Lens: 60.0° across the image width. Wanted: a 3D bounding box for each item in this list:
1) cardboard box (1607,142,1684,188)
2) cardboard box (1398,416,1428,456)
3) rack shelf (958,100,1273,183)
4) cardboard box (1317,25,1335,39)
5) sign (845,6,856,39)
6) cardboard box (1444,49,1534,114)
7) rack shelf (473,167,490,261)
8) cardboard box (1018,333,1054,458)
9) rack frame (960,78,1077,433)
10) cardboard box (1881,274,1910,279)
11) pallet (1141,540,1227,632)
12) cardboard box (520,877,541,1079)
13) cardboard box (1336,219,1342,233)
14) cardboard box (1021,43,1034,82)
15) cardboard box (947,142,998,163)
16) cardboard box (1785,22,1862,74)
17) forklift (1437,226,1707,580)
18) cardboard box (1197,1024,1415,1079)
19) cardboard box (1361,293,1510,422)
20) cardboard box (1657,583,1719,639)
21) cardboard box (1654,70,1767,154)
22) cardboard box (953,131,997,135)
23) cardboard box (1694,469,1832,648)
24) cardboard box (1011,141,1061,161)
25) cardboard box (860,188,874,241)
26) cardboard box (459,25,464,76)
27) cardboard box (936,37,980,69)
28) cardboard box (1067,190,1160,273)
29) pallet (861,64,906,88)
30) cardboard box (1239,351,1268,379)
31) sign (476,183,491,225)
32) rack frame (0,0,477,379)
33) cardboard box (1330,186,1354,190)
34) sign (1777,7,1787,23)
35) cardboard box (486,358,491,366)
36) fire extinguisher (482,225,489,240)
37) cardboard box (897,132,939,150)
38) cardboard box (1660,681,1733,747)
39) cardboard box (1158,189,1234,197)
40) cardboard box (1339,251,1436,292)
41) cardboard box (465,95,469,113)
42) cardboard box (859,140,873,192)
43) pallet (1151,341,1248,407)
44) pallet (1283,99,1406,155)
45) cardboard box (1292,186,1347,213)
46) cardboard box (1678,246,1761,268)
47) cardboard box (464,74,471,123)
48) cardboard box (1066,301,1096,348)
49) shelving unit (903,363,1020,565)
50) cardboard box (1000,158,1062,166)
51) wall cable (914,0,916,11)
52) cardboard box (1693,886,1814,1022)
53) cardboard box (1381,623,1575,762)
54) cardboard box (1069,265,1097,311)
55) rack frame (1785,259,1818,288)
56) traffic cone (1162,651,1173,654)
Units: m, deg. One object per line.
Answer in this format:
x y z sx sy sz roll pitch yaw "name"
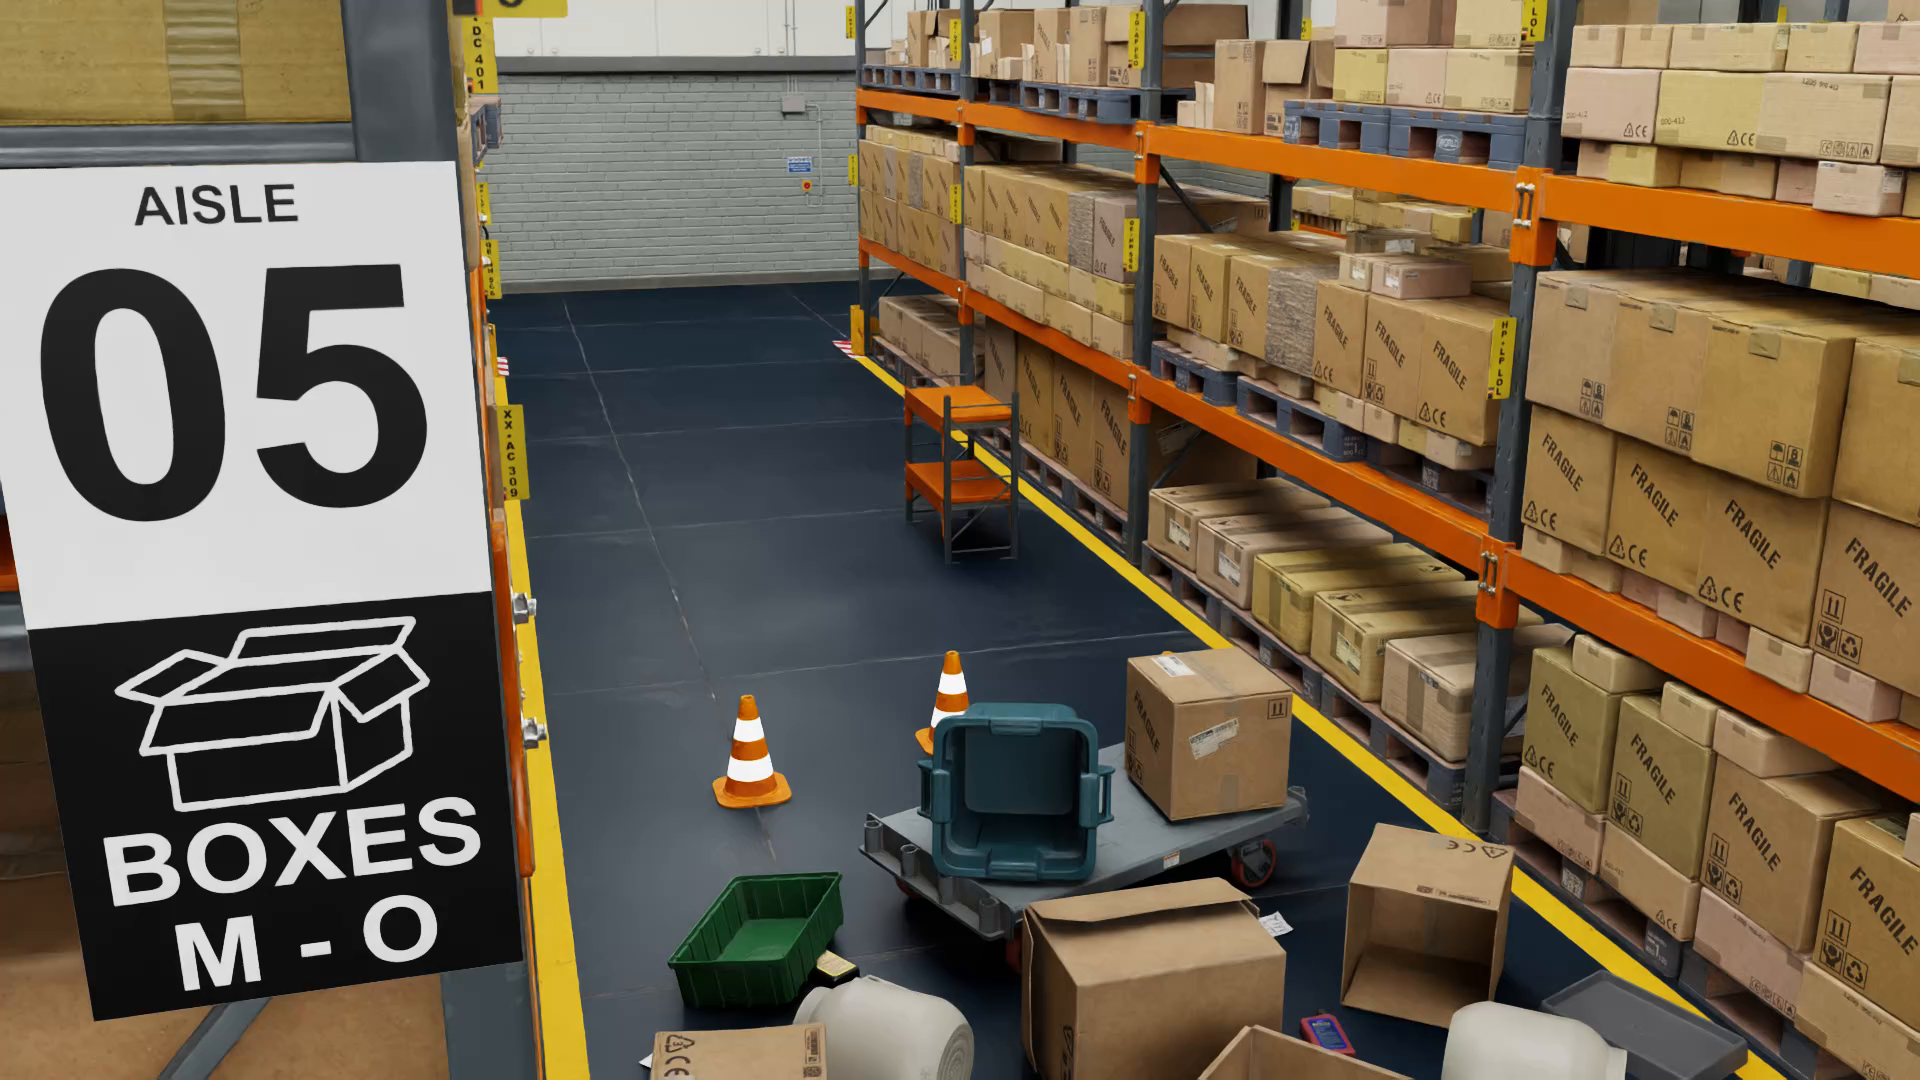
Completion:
2.560 -1.348 5.948 0.380 0.149 0.250 -5 17 -15 "cardboard box"
2.232 -0.490 7.576 0.380 0.149 0.250 -5 17 -17 "cardboard box"
1.046 -2.966 12.148 1.077 0.370 4.000 -5 17 -15 "rack shelf"
4.170 -5.389 17.839 0.500 0.250 0.500 -5 17 -16 "cardboard box"
-1.138 -5.384 17.292 0.100 0.325 0.005 -5 17 -15 "sign"
2.395 -1.930 6.981 0.500 0.250 0.500 -5 17 -16 "cardboard box"
-2.587 -1.440 7.069 1.077 0.370 4.000 -5 17 -15 "rack shelf"
0.999 -1.196 13.184 0.875 0.875 0.875 -4 17 -14 "cardboard box"
0.496 -2.427 14.318 1.000 3.000 0.127 -5 17 -15 "rack frame"
6.341 -1.818 10.990 0.380 0.149 0.250 -4 17 -14 "cardboard box"
1.809 0.231 10.316 1.003 0.211 1.213 -5 17 -15 "pallet"
-1.289 0.825 3.230 0.875 0.550 0.550 -5 17 -15 "cardboard box"
4.304 -3.410 18.026 0.380 0.149 0.250 -4 17 -14 "cardboard box"
0.662 -3.467 12.071 0.396 0.266 0.258 -3 17 -11 "cardboard box"
0.105 -3.325 14.266 0.380 0.149 0.250 -5 17 -16 "cardboard box"
2.794 -1.517 5.124 0.380 0.149 0.250 -5 18 -17 "cardboard box"
4.624 -1.173 10.263 3.031 2.935 1.130 3 17 9 "forklift"
0.877 1.802 4.578 0.637 0.503 0.797 11 20 32 "cardboard box"
2.210 -0.852 7.655 0.500 0.500 0.500 -5 17 -15 "cardboard box"
2.729 0.227 5.920 0.380 0.149 0.250 -4 17 -14 "cardboard box"
2.703 -1.436 5.549 0.500 0.250 0.500 -5 17 -16 "cardboard box"
0.146 -3.865 16.065 0.380 0.149 0.250 -4 17 -13 "cardboard box"
2.833 0.016 5.494 0.500 0.500 0.500 -5 17 -16 "cardboard box"
0.659 -3.372 14.426 0.380 0.149 0.250 -5 17 -16 "cardboard box"
-0.747 -3.426 17.469 0.500 0.500 0.500 -5 17 -16 "cardboard box"
-1.381 -1.157 3.715 0.500 0.250 0.500 -5 17 -16 "cardboard box"
0.013 -4.200 14.335 0.396 0.266 0.258 -4 17 -13 "cardboard box"
1.053 -2.111 11.354 0.500 0.500 0.500 -4 17 -14 "cardboard box"
-0.389 -4.723 16.902 1.003 0.211 1.213 -5 17 -15 "pallet"
1.779 -0.998 9.269 0.380 0.149 0.250 -4 17 -12 "cardboard box"
-3.703 -2.607 12.905 0.100 0.325 0.005 -5 17 -15 "sign"
-0.938 -1.562 1.009 1.000 3.000 0.127 -5 17 -15 "rack frame"
4.550 -3.891 18.936 0.500 0.250 0.500 -4 17 -14 "cardboard box"
3.214 -1.943 6.595 0.100 0.325 0.005 -5 17 -15 "sign"
-2.481 -0.570 7.960 0.500 0.500 0.500 -5 17 -16 "cardboard box"
-4.960 -3.005 17.024 0.296 0.674 0.183 -5 17 -15 "fire extinguisher"
-0.386 -3.819 15.911 0.380 0.149 0.250 -5 17 -17 "cardboard box"
2.717 0.598 5.867 0.380 0.149 0.250 -4 17 -13 "cardboard box"
1.549 -2.140 11.449 0.500 0.500 0.500 -5 17 -15 "cardboard box"
2.051 -1.290 7.983 0.380 0.149 0.250 -5 18 -18 "cardboard box"
-1.002 -0.653 2.732 0.380 0.149 0.250 -5 17 -15 "cardboard box"
-0.745 -3.905 17.326 0.500 0.500 0.500 -5 17 -16 "cardboard box"
1.894 -1.040 10.034 1.213 0.211 1.003 -5 17 -15 "pallet"
2.339 -2.027 8.097 1.213 0.211 1.003 -5 17 -15 "pallet"
4.034 -3.851 18.801 0.500 0.250 0.500 -5 17 -15 "cardboard box"
5.766 -2.110 12.792 0.500 0.250 0.500 -6 18 -18 "cardboard box"
-1.488 -1.144 4.364 0.380 0.149 0.250 -4 17 -14 "cardboard box"
1.051 -1.508 11.520 0.500 0.250 0.500 -4 17 -14 "cardboard box"
-0.002 -0.541 11.296 0.538 1.125 1.048 -5 17 -15 "shelving unit"
0.598 -3.105 14.662 0.500 0.500 0.500 -5 17 -15 "cardboard box"
-1.713 -8.017 22.498 2.355 3.000 0.029 -5 17 -15 "wall cable"
2.903 1.379 5.696 0.500 0.250 0.500 -5 17 -16 "cardboard box"
2.548 0.698 7.751 0.950 0.372 0.625 -4 17 -15 "cardboard box"
1.073 -1.744 11.435 0.500 0.250 0.500 -5 17 -17 "cardboard box"
6.367 -1.714 11.945 1.000 3.000 0.127 -5 17 -15 "rack frame"
1.008 0.768 8.090 0.336 0.463 0.334 -5 17 -15 "traffic cone"
